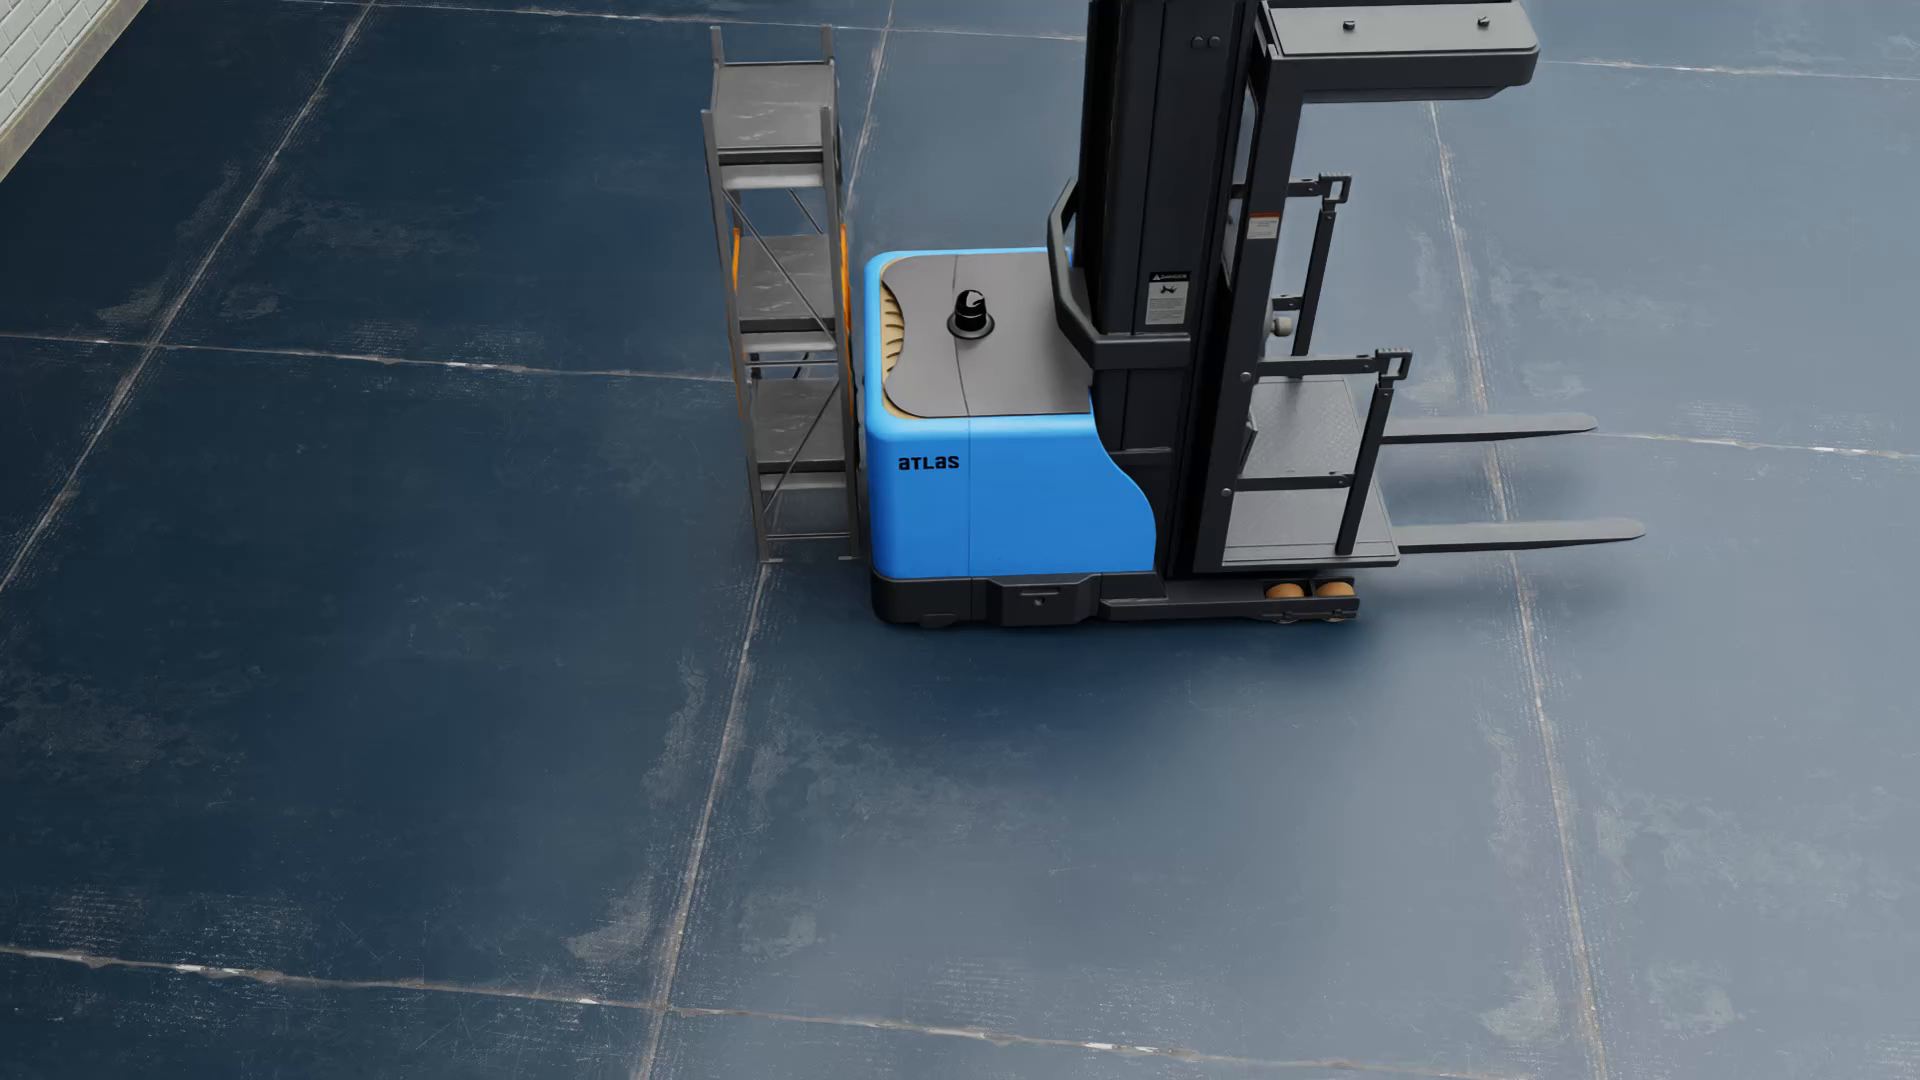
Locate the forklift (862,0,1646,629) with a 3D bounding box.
[{"bbox_3d":[1.152,-1.056,5.756,3.031,2.935,1.130,-2,48,-2],"label":"forklift"}]

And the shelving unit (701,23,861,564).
[{"bbox_3d":[-0.612,-0.805,6.089,0.431,2.100,0.503,-2,48,-2],"label":"shelving unit"}]

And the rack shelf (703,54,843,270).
[{"bbox_3d":[-0.612,-1.268,5.583,0.431,0.518,0.480,-2,48,-2],"label":"rack shelf"}]

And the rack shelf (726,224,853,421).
[{"bbox_3d":[-0.612,-0.796,6.099,0.431,0.518,0.480,-2,48,-2],"label":"rack shelf"}]

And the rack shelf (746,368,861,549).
[{"bbox_3d":[-0.612,-0.323,6.616,0.431,0.518,0.480,-2,48,-2],"label":"rack shelf"}]

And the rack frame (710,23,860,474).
[{"bbox_3d":[-0.623,-0.985,6.254,0.400,2.100,0.015,-2,48,-2],"label":"rack frame"}]

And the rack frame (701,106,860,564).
[{"bbox_3d":[-0.601,-0.625,5.925,0.400,2.100,0.015,-2,48,-2],"label":"rack frame"}]
